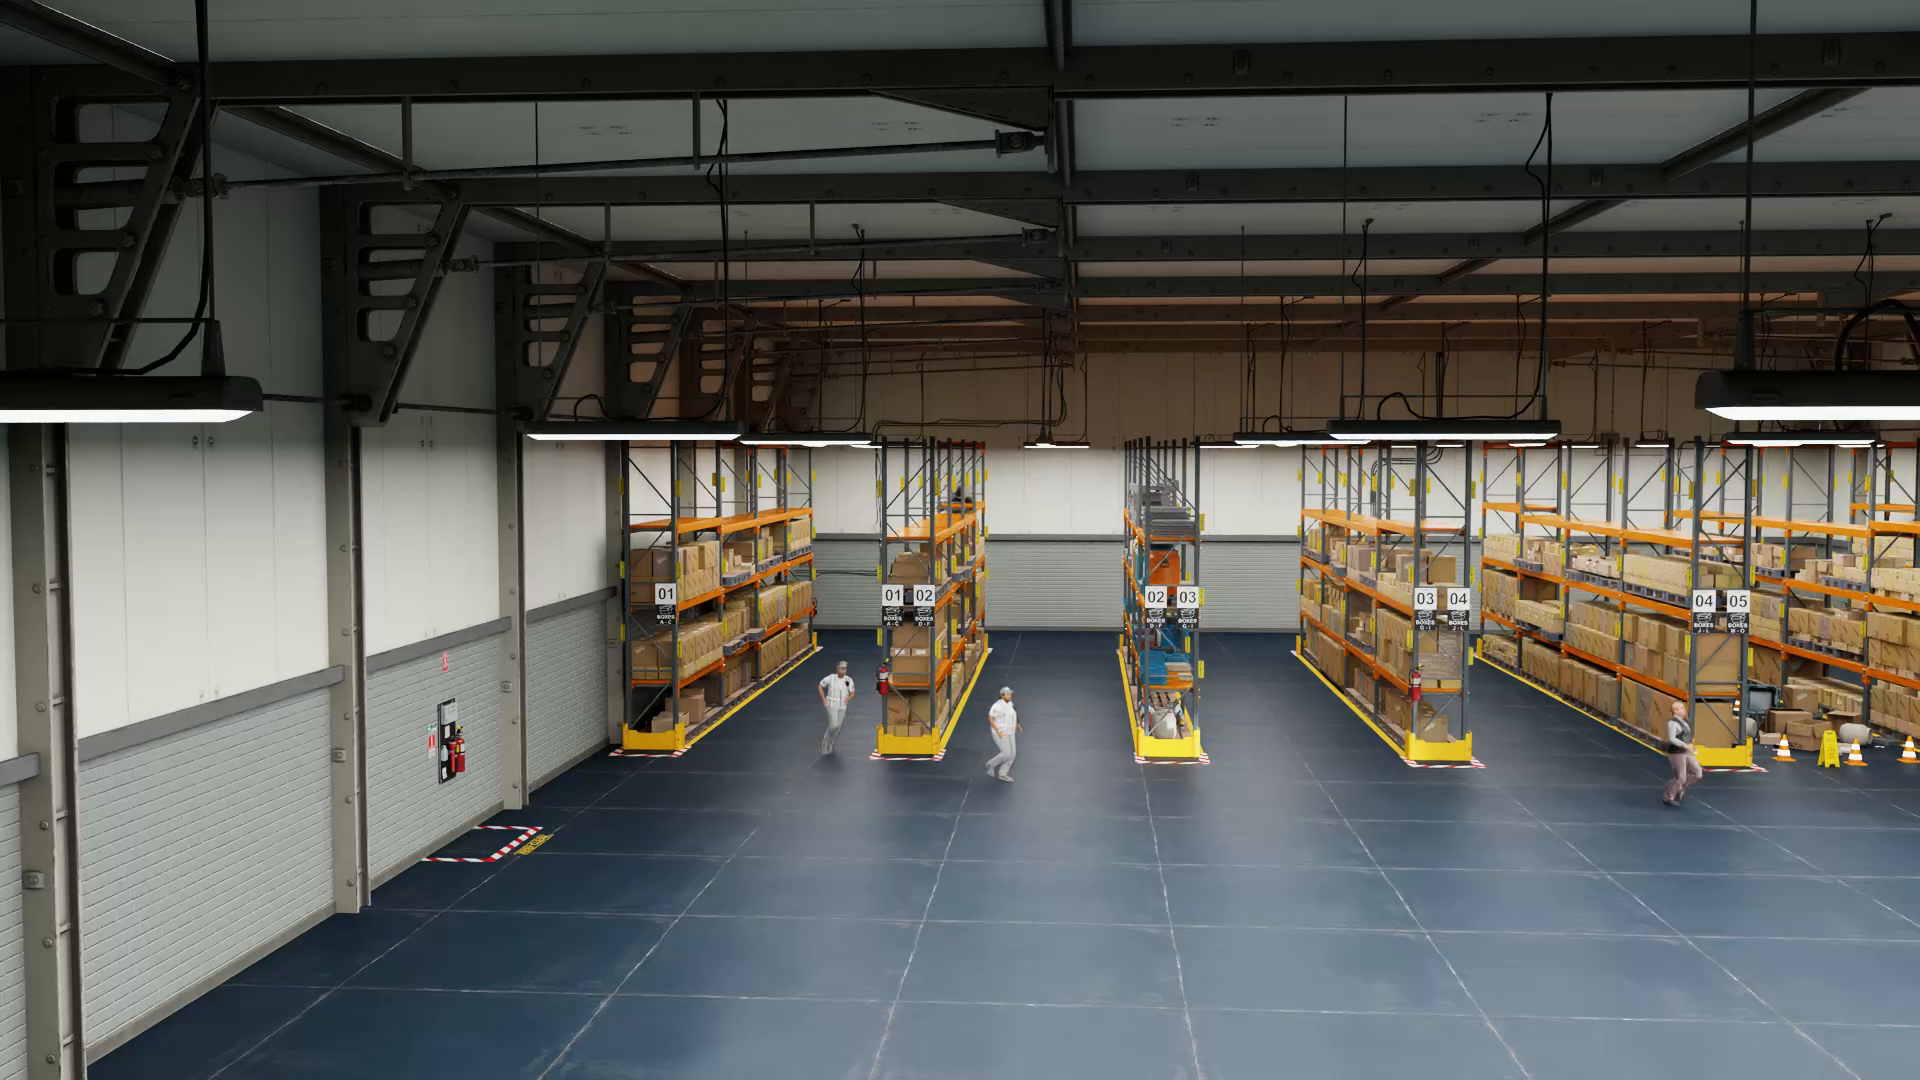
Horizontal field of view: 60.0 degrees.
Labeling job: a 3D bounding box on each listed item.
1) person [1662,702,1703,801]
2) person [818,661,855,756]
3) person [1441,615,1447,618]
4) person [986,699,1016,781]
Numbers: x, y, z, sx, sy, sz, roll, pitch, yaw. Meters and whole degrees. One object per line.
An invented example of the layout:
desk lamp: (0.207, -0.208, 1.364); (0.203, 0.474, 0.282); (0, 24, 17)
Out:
person: (11.620, 3.414, 26.756); (0.672, 1.619, 0.592); (-3, 4, -44)
person: (-2.316, 3.180, 31.470); (0.682, 1.785, 0.653); (-2, 3, -27)
person: (13.118, 2.254, 45.124); (0.477, 0.618, 0.400); (0, 3, 9)
person: (0.750, 3.469, 28.926); (0.523, 1.429, 0.576); (2, 4, 35)
